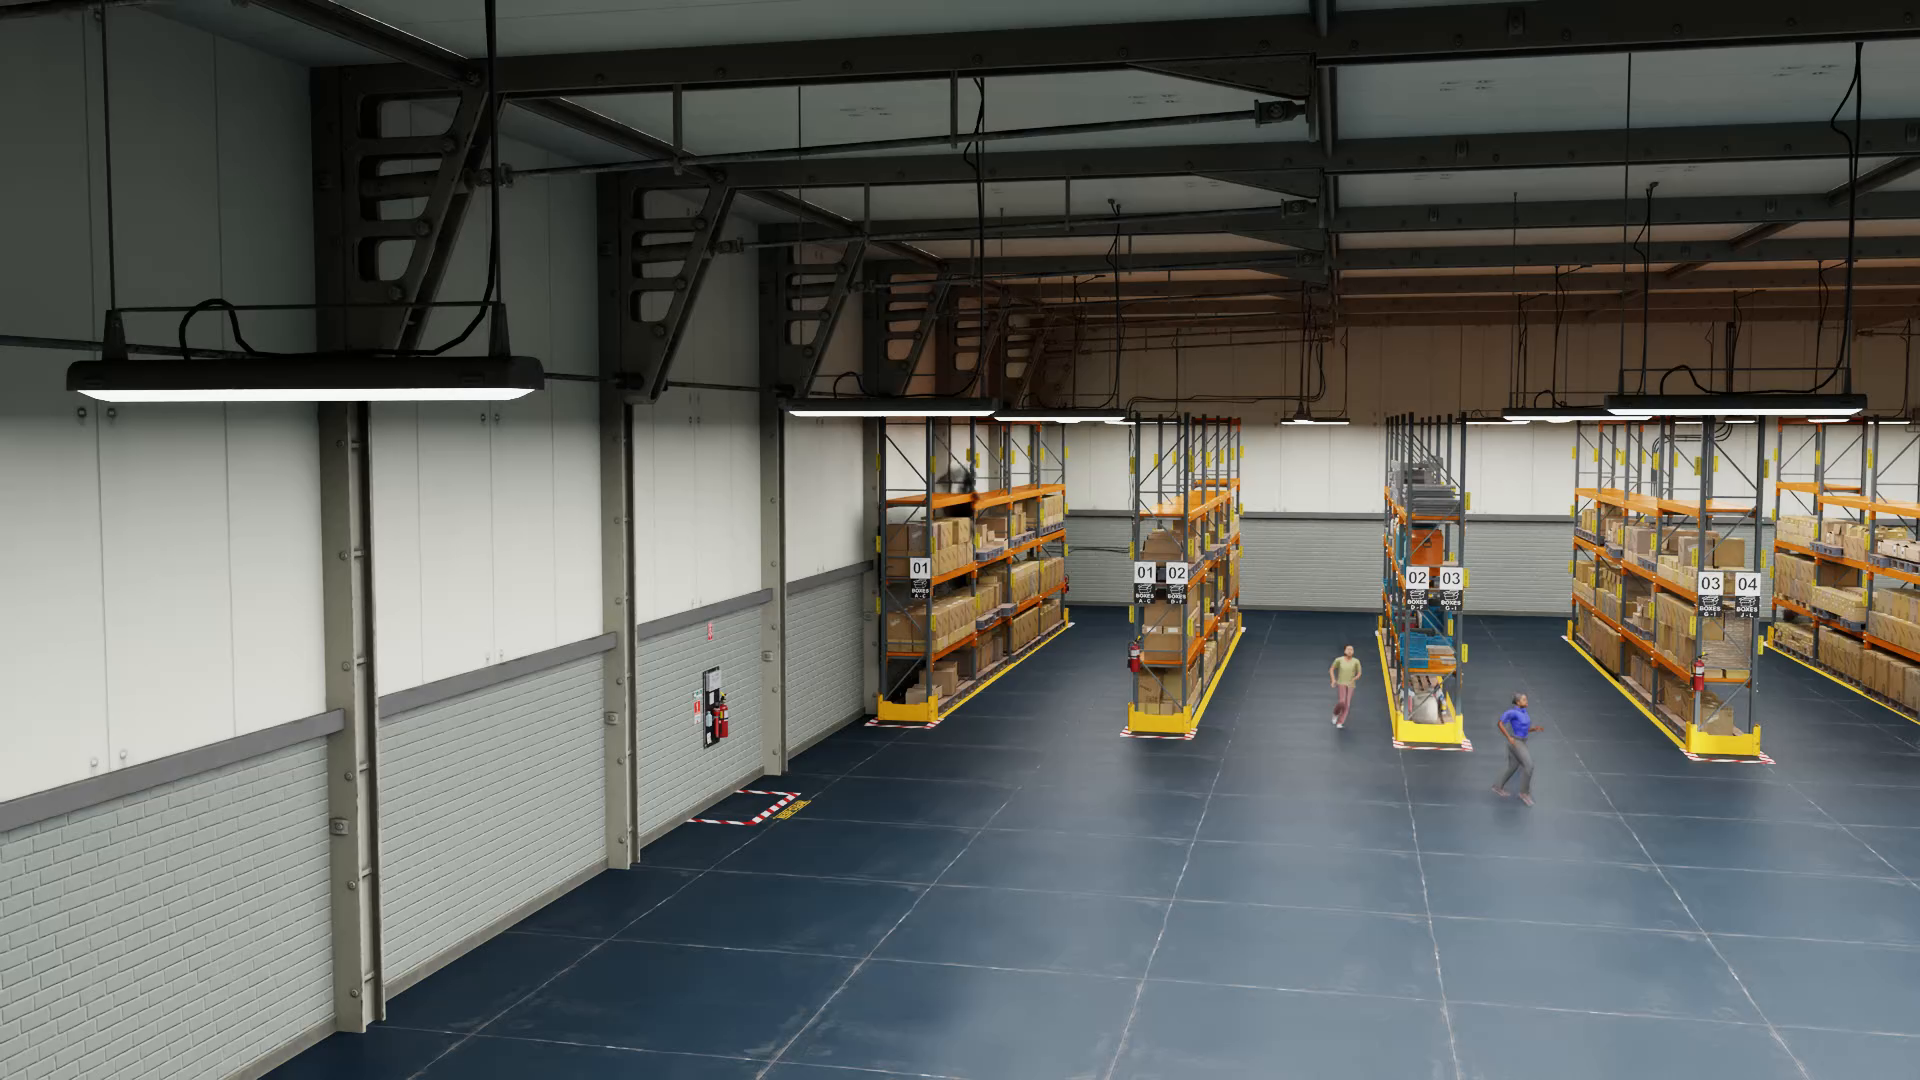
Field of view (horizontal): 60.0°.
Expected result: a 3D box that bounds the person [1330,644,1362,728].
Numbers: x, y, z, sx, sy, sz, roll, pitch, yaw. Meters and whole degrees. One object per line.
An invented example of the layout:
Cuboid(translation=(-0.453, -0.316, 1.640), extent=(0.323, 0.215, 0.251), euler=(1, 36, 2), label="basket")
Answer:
Cuboid(translation=(7.345, 2.778, 31.541), extent=(0.571, 1.609, 0.543), euler=(0, 4, 4), label="person")

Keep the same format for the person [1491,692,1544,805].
Cuboid(translation=(8.518, 3.183, 25.435), extent=(0.766, 1.718, 0.554), euler=(3, 5, 33), label="person")

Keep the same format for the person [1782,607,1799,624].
Cuboid(translation=(22.413, 1.847, 44.822), extent=(0.756, 1.676, 0.591), euler=(-3, 5, -39), label="person")
